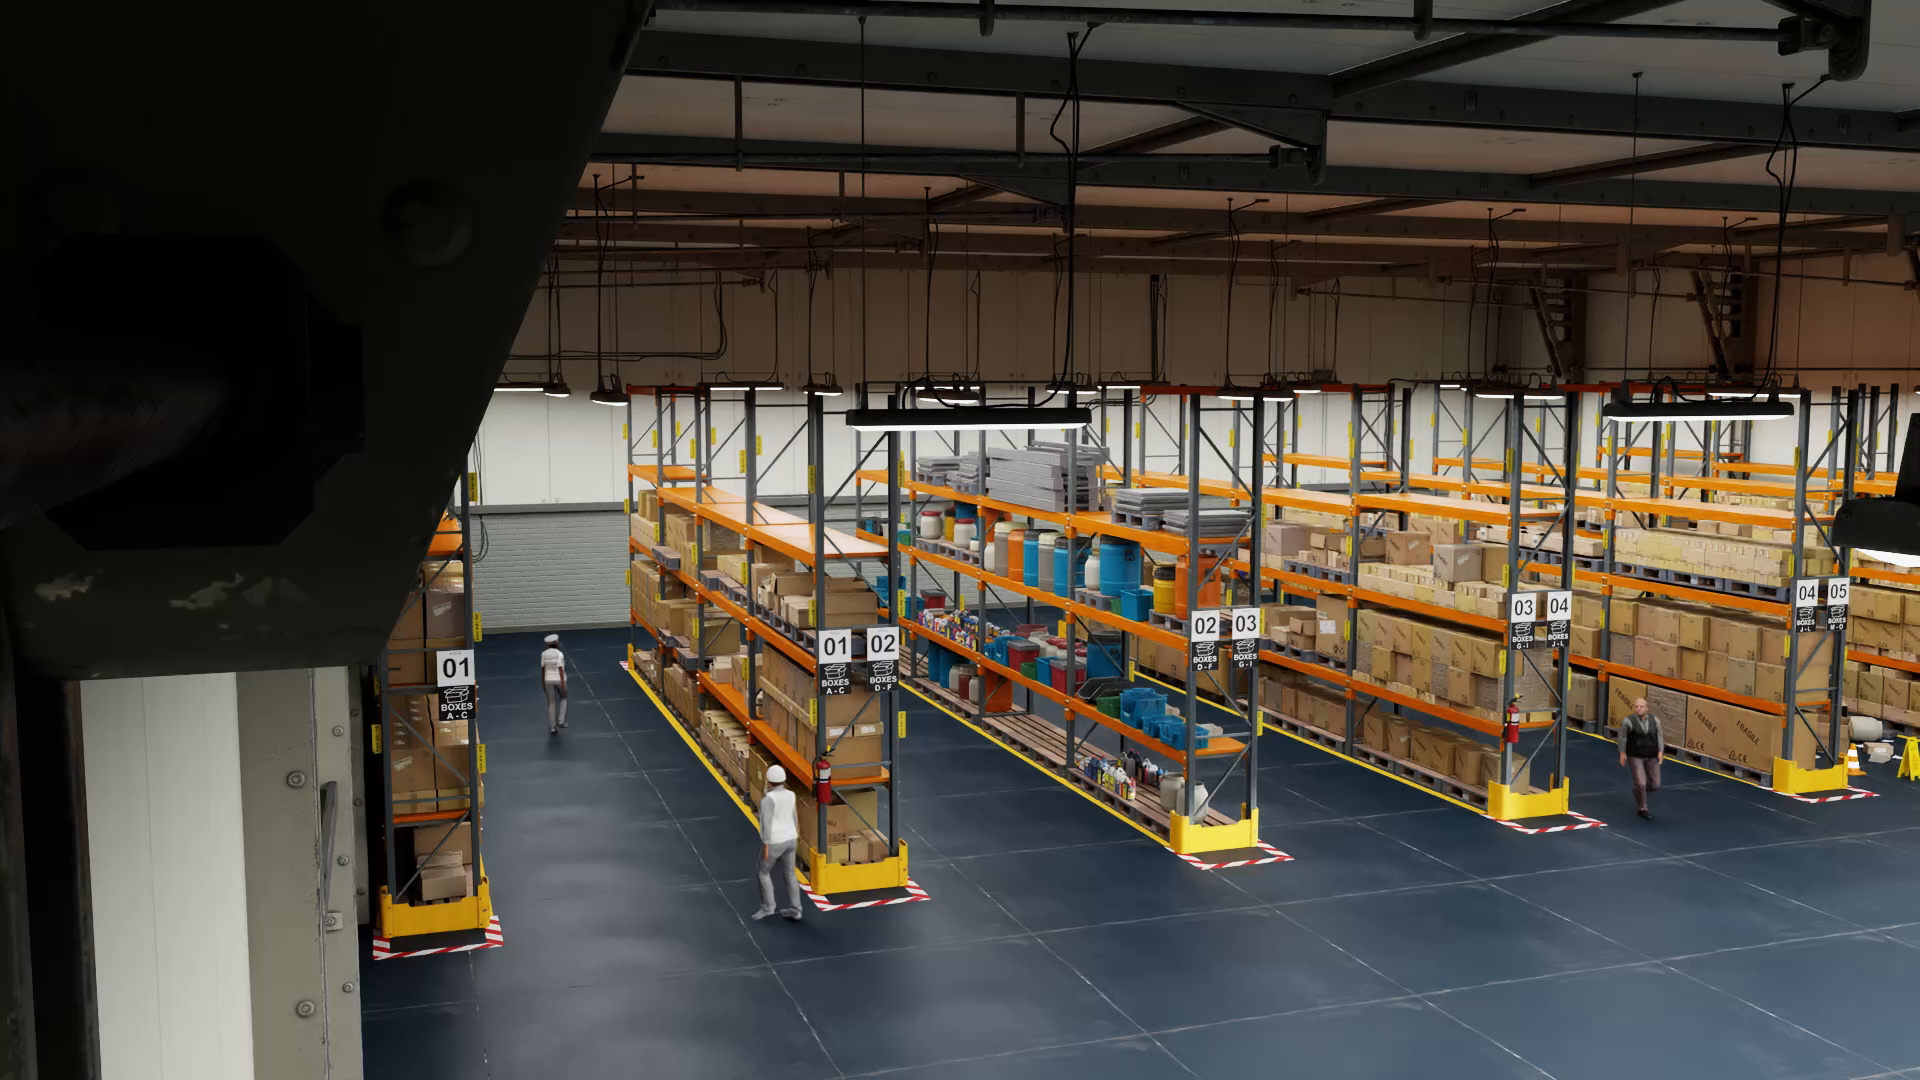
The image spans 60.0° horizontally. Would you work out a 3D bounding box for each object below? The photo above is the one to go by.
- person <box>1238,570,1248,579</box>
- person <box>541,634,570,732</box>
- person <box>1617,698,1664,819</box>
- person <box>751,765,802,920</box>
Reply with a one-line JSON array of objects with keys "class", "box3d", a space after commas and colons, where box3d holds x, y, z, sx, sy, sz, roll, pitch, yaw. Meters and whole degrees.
[{"class": "person", "box3d": [7.149, 1.118, 42.444, 0.441, 1.639, 0.555, 3, 7, 27]}, {"class": "person", "box3d": [-7.081, 2.500, 29.041, 0.468, 1.683, 0.520, 0, 6, -5]}, {"class": "person", "box3d": [9.638, 3.069, 23.577, 0.595, 1.690, 0.623, 0, 6, -2]}, {"class": "person", "box3d": [-2.067, 3.497, 19.134, 0.595, 1.808, 0.586, 4, 7, 35]}]
